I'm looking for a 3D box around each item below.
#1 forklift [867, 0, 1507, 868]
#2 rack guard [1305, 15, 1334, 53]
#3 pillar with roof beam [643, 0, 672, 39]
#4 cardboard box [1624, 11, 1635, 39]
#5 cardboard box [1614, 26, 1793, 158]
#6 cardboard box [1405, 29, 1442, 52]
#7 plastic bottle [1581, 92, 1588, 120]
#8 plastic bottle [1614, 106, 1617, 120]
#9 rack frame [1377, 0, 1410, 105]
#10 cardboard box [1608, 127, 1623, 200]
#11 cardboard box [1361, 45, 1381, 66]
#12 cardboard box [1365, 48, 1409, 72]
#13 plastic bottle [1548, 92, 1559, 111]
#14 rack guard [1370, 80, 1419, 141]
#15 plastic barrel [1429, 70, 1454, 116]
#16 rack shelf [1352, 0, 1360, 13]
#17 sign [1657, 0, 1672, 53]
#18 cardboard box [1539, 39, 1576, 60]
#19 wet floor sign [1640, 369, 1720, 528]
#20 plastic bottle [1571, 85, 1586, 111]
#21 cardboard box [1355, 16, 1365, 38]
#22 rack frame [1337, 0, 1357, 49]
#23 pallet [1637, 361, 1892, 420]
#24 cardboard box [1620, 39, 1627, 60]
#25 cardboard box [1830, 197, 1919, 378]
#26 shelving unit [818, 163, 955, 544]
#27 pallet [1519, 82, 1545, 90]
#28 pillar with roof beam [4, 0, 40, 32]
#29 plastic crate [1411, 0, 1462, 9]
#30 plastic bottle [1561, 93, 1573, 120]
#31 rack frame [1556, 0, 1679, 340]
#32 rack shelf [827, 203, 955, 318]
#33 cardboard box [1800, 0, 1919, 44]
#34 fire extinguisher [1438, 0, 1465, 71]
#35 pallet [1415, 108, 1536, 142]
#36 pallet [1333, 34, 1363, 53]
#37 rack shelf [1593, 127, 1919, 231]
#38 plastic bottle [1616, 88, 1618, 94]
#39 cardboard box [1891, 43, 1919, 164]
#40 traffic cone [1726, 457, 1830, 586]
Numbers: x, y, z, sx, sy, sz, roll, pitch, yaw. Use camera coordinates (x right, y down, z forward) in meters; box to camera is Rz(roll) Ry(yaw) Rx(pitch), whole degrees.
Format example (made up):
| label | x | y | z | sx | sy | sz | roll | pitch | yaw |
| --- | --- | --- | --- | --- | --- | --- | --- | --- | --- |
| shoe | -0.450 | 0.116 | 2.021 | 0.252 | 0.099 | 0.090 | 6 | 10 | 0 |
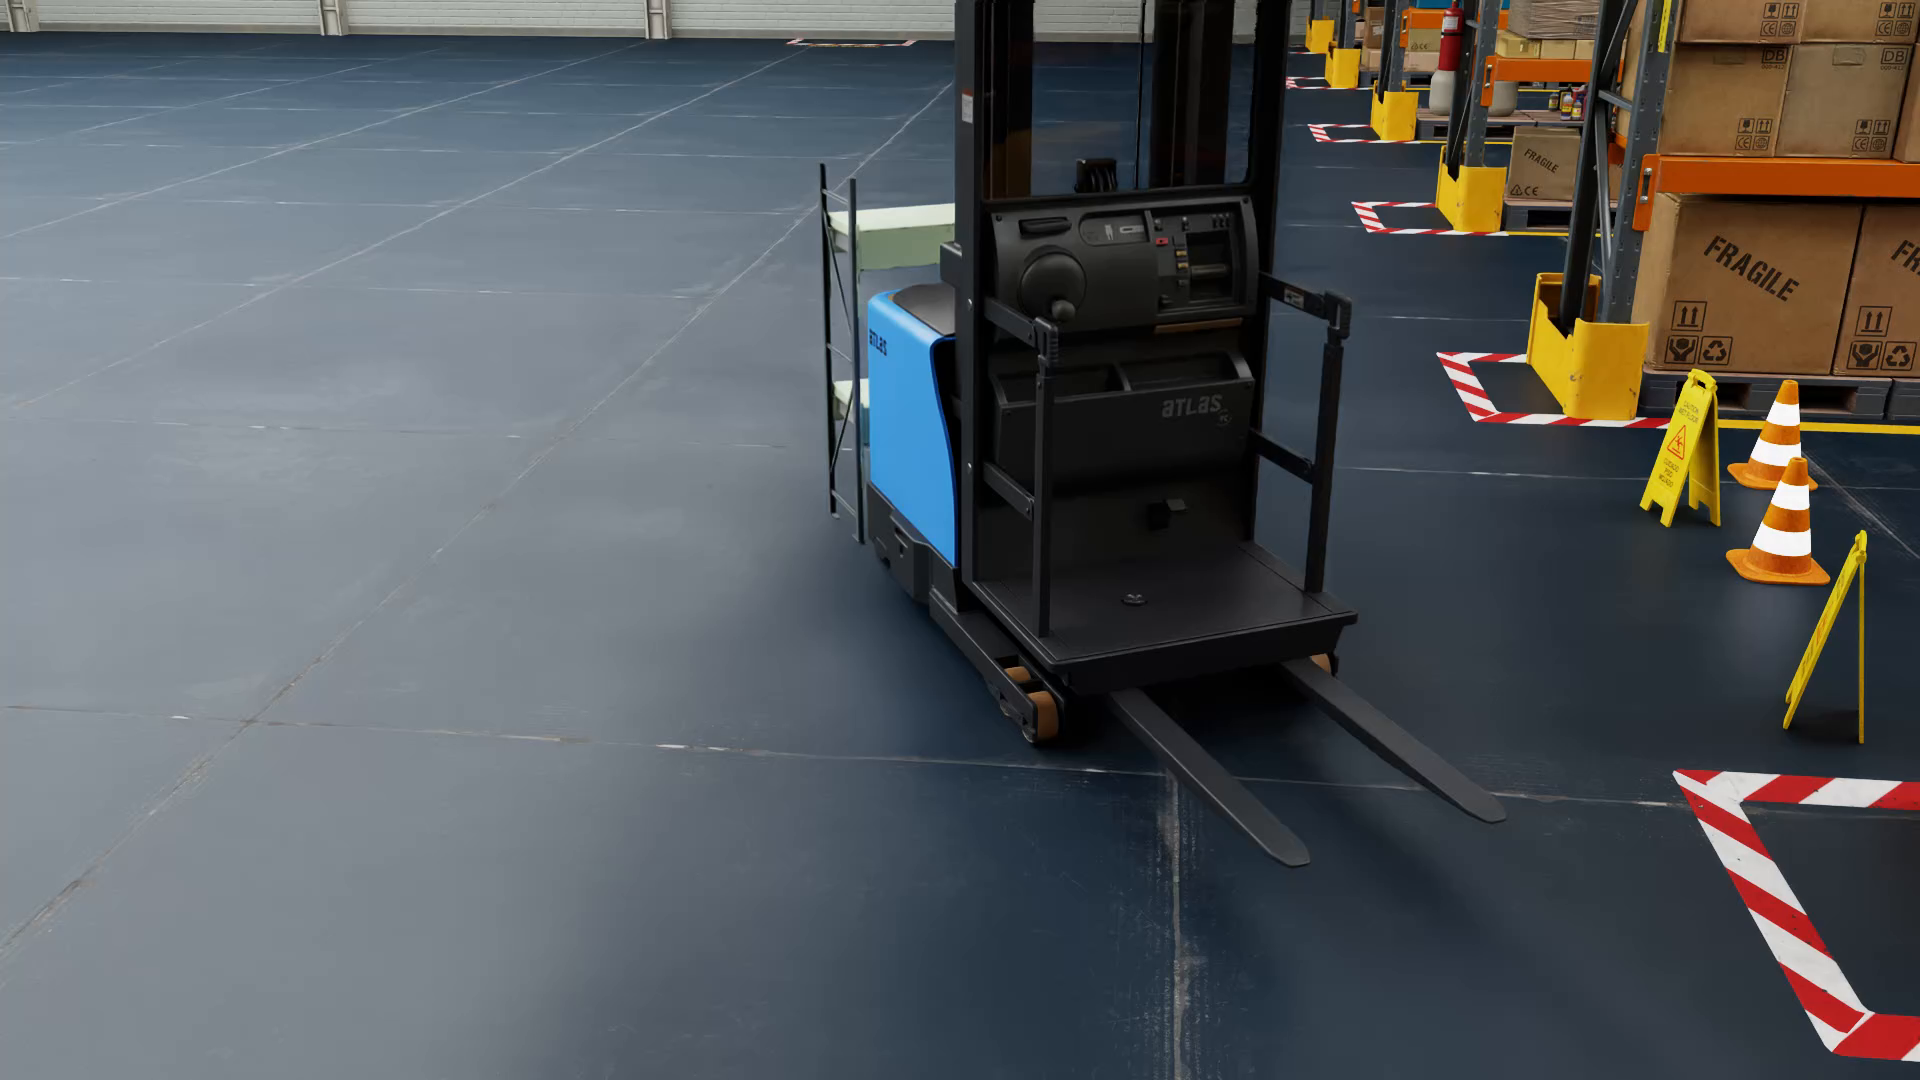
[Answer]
| label | x | y | z | sx | sy | sz | roll | pitch | yaw |
| --- | --- | --- | --- | --- | --- | --- | --- | --- | --- |
| forklift | 0.619 | -0.888 | 5.199 | 1.130 | 2.935 | 3.031 | -8 | 23 | -19 |
| rack guard | 5.885 | -8.286 | 27.218 | 0.348 | 0.500 | 1.175 | 2 | 22 | 6 |
| pillar with roof beam | -5.816 | -11.474 | 23.724 | 0.400 | 9.000 | 9.100 | 2 | 22 | 6 |
| cardboard box | 5.115 | -4.199 | 12.941 | 0.500 | 0.500 | 0.875 | 2 | 22 | 6 |
| cardboard box | 3.751 | -2.290 | 8.448 | 0.550 | 0.550 | 0.875 | 2 | 22 | 6 |
| cardboard box | 6.234 | -6.783 | 22.165 | 0.500 | 0.500 | 0.500 | 2 | 22 | 6 |
| plastic bottle | 6.630 | -4.567 | 17.508 | 0.133 | 0.283 | 0.061 | 3 | 22 | 7 |
| plastic bottle | 6.946 | -4.522 | 17.506 | 0.097 | 0.201 | 0.097 | 0 | 22 | 0 |
| rack frame | 4.644 | -5.834 | 17.618 | 0.127 | 3.000 | 1.000 | 2 | 22 | 6 |
| cardboard box | 5.277 | -3.012 | 13.308 | 0.500 | 0.500 | 0.500 | 8 | 23 | 20 |
| cardboard box | 5.798 | -6.644 | 22.834 | 0.500 | 0.250 | 0.500 | 2 | 22 | 6 |
| cardboard box | 5.737 | -6.455 | 22.356 | 0.500 | 0.250 | 0.500 | 2 | 22 | 6 |
| plastic bottle | 6.519 | -4.818 | 18.255 | 0.097 | 0.201 | 0.097 | 0 | 22 | 0 |
| rack guard | 4.725 | -4.686 | 18.112 | 0.348 | 0.500 | 1.175 | 2 | 22 | 6 |
| plastic barrel | 5.306 | -4.872 | 17.996 | 0.421 | 0.512 | 0.421 | 0 | 22 | 0 |
| rack shelf | 7.217 | -7.222 | 22.105 | 4.000 | 0.370 | 1.077 | 2 | 22 | 6 |
| sign | 3.306 | -2.457 | 7.789 | 0.005 | 0.325 | 0.100 | 2 | 22 | 6 |
| cardboard box | 4.562 | -3.792 | 12.793 | 0.250 | 0.149 | 0.380 | 2 | 22 | 6 |
| wet floor sign | 3.115 | -0.403 | 7.082 | 0.232 | 0.644 | 0.267 | -1 | 22 | -3 |
| plastic bottle | 6.766 | -4.832 | 18.188 | 0.135 | 0.276 | 0.152 | 3 | 22 | 7 |
| cardboard box | 6.486 | -8.343 | 27.021 | 0.500 | 0.311 | 0.500 | 0 | 22 | 0 |
| rack frame | 5.231 | -7.643 | 22.192 | 0.127 | 3.000 | 1.000 | 2 | 22 | 6 |
| pallet | 4.180 | -0.917 | 8.972 | 1.213 | 0.211 | 1.003 | 2 | 22 | 6 |
| cardboard box | 5.059 | -3.773 | 12.744 | 0.250 | 0.149 | 0.380 | 2 | 22 | 6 |
| cardboard box | 4.932 | -1.384 | 8.680 | 0.875 | 0.875 | 0.875 | 2 | 22 | 5 |
| shelving unit | -0.148 | -0.803 | 6.932 | 0.755 | 1.500 | 0.431 | -9 | 23 | -21 |
| pallet | 7.203 | -6.275 | 22.523 | 1.213 | 0.211 | 1.003 | 2 | 22 | 6 |
| pillar with roof beam | -17.733 | -11.994 | 25.037 | 0.400 | 9.000 | 9.100 | 2 | 22 | 6 |
| plastic crate | 5.176 | -5.853 | 17.867 | 0.616 | 0.251 | 0.499 | 2 | 22 | 6 |
| plastic bottle | 6.408 | -4.578 | 17.552 | 0.097 | 0.271 | 0.097 | 0 | 22 | 0 |
| rack frame | 3.377 | -2.220 | 8.474 | 0.127 | 3.000 | 1.000 | 2 | 22 | 6 |
| rack shelf | -0.148 | -1.166 | 6.788 | 0.720 | 0.370 | 0.431 | -9 | 23 | -21 |
| cardboard box | 4.298 | -2.771 | 8.197 | 0.550 | 0.550 | 0.875 | 2 | 22 | 6 |
| fire extinguisher | 4.002 | -4.163 | 13.496 | 0.183 | 0.674 | 0.296 | 2 | 22 | 6 |
| pallet | 5.531 | -4.514 | 18.072 | 1.213 | 0.211 | 1.003 | 2 | 22 | 6 |
| pallet | 6.688 | -8.103 | 27.150 | 1.213 | 0.211 | 1.003 | 2 | 22 | 6 |
| rack shelf | 5.363 | -1.798 | 8.387 | 4.000 | 0.370 | 1.077 | 2 | 22 | 6 |
| plastic bottle | 7.069 | -4.855 | 18.145 | 0.185 | 0.351 | 0.144 | 3 | 22 | 9 |
| cardboard box | 4.841 | -2.204 | 8.230 | 0.550 | 0.550 | 0.875 | 2 | 22 | 6 |
| traffic cone | 3.267 | -0.101 | 6.565 | 0.334 | 0.463 | 0.336 | 2 | 22 | 6 |
